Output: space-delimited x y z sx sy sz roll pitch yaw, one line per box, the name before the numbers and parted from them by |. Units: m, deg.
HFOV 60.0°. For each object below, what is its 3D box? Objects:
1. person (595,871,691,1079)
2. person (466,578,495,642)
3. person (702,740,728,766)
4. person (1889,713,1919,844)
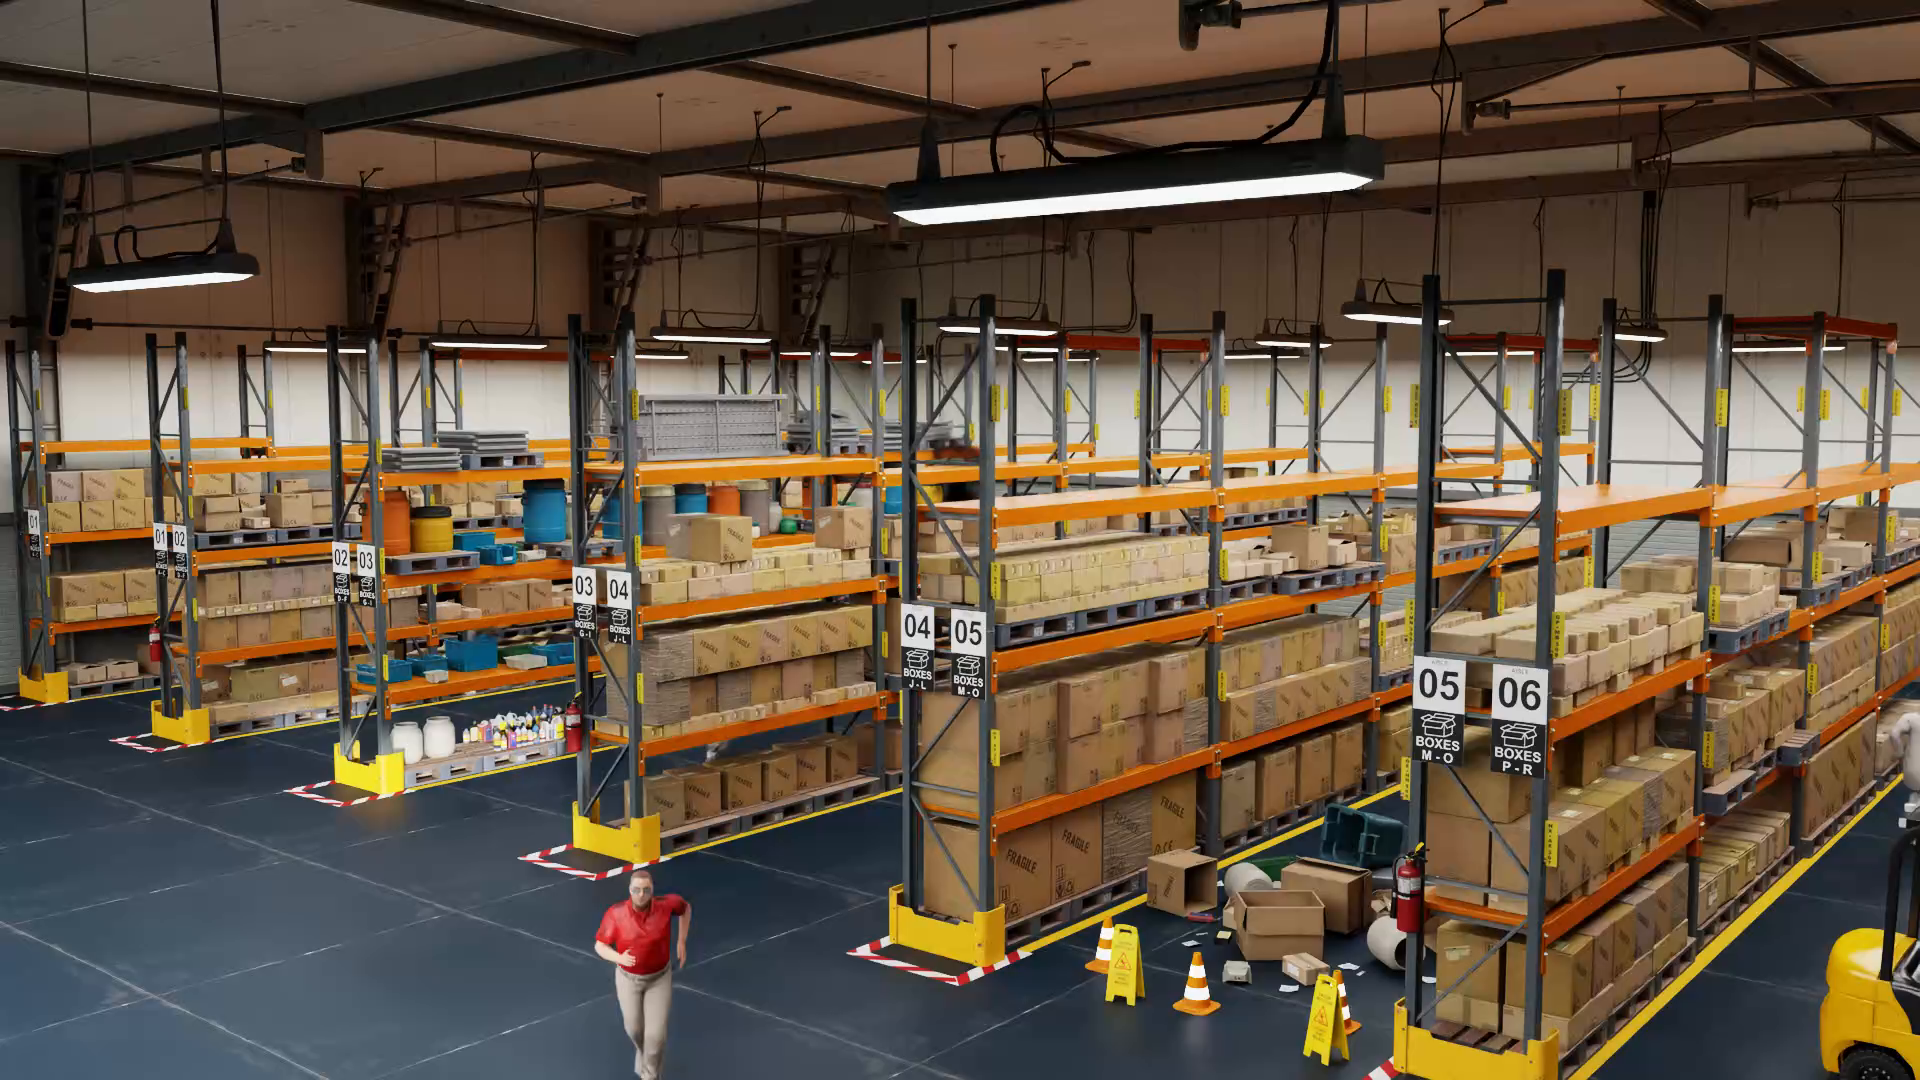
person | -2.303 3.251 12.155 0.677 1.790 0.952 -1 5 -8
person | -8.897 1.474 30.981 0.653 1.795 0.921 4 7 40
person | -3.392 2.197 23.017 0.655 1.793 0.985 1 5 16
person | 11.009 2.599 18.954 0.707 1.739 0.566 4 7 40
